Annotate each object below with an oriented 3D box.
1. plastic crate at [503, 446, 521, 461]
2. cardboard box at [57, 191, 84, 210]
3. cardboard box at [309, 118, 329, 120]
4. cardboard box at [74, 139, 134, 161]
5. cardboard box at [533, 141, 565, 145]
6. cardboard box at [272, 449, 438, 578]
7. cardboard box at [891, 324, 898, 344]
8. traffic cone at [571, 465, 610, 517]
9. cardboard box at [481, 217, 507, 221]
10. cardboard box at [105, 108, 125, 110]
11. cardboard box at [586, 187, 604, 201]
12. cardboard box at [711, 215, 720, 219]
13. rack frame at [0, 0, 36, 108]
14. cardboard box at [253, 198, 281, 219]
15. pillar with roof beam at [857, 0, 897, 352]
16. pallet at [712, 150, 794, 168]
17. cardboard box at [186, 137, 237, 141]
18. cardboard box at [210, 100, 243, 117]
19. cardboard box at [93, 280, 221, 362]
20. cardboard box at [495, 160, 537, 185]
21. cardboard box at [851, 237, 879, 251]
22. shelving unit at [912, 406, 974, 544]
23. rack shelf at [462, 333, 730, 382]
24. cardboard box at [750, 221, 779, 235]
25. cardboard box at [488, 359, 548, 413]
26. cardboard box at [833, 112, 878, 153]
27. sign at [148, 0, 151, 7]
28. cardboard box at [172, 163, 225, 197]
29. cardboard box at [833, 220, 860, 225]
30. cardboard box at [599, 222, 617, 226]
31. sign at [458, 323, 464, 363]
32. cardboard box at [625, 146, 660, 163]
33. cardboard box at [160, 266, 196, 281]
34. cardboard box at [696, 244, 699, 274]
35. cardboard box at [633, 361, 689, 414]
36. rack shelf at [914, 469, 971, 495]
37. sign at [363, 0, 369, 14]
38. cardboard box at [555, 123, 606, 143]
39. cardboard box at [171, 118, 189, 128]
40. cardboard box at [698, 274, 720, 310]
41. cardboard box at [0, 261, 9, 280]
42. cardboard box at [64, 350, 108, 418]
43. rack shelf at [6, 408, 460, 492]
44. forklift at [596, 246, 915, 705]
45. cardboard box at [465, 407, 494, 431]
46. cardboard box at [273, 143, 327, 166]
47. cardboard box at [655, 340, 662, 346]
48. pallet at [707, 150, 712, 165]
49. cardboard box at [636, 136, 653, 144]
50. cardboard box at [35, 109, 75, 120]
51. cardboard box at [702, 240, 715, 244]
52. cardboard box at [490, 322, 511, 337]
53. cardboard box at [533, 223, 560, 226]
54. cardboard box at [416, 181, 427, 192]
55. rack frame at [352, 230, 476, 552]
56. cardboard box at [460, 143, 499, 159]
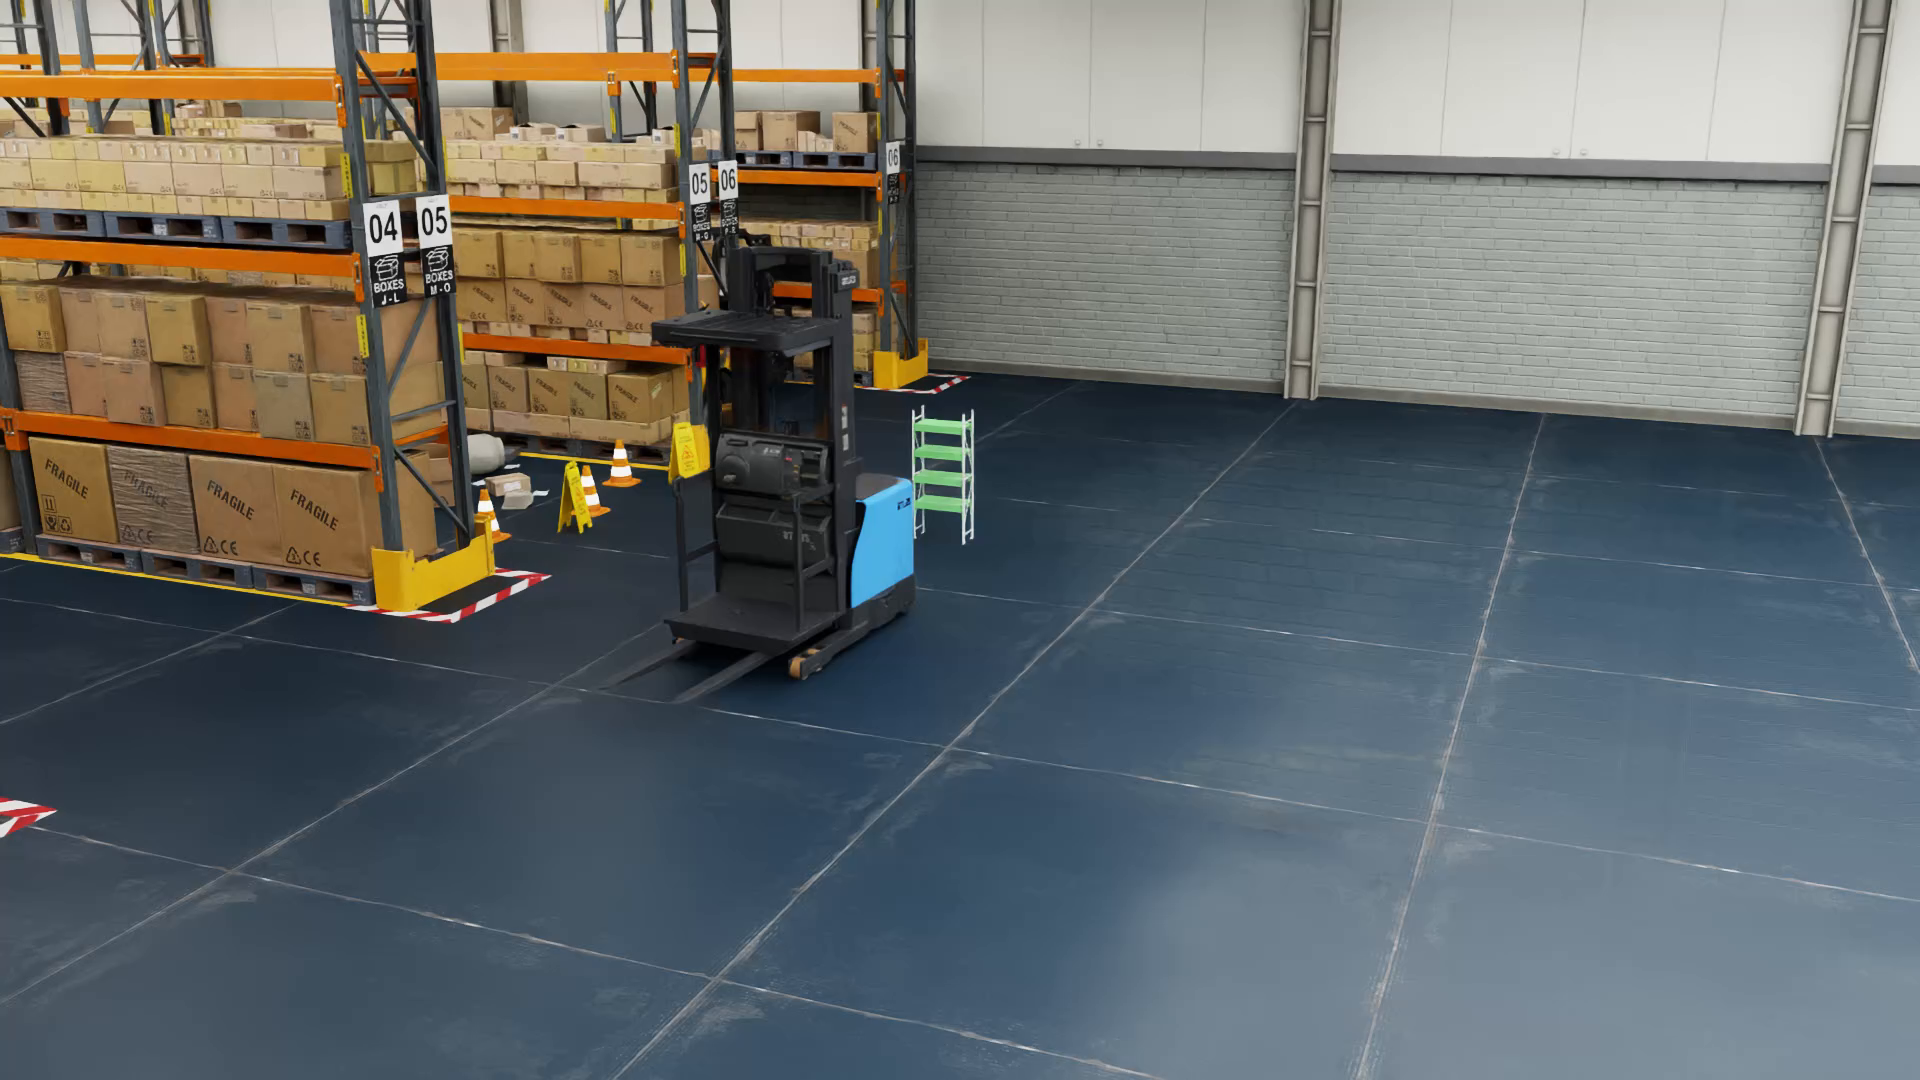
[{"bbox_3d":[-5.203,-0.958,18.408,0.583,0.080,0.402,0,16,1],"label":"plastic crate"},{"bbox_3d":[-7.165,-2.806,13.674,0.250,0.149,0.380,6,17,20],"label":"cardboard box"},{"bbox_3d":[-9.707,-6.357,25.407,0.250,0.149,0.380,6,17,20],"label":"cardboard box"},{"bbox_3d":[-6.921,-3.163,13.473,0.250,0.149,0.380,6,17,21],"label":"cardboard box"},{"bbox_3d":[-4.510,-4.327,18.415,0.250,0.149,0.380,7,17,21],"label":"cardboard box"},{"bbox_3d":[-5.019,-0.264,13.837,0.875,0.875,0.875,6,17,21],"label":"cardboard box"},{"bbox_3d":[-1.185,-2.836,22.919,0.500,0.250,0.500,7,17,22],"label":"cardboard box"},{"bbox_3d":[-3.606,-0.493,16.119,0.334,0.463,0.336,6,17,21],"label":"traffic cone"},{"bbox_3d":[-6.917,-4.715,24.770,0.250,0.149,0.380,6,17,20],"label":"cardboard box"},{"bbox_3d":[-13.769,-6.866,26.979,0.500,0.250,0.500,6,17,21],"label":"cardboard box"},{"bbox_3d":[-3.765,-3.705,17.701,0.250,0.149,0.380,6,17,21],"label":"cardboard box"},{"bbox_3d":[-3.412,-4.500,23.495,0.250,0.149,0.380,6,17,20],"label":"cardboard box"},{"bbox_3d":[-15.708,-8.130,27.115,0.127,3.000,1.000,6,17,21],"label":"rack frame"},{"bbox_3d":[-5.270,-2.598,12.958,0.250,0.149,0.380,7,17,21],"label":"cardboard box"},{"bbox_3d":[-2.720,-5.682,18.681,0.400,9.000,9.100,6,17,21],"label":"pillar with roof beam"},{"bbox_3d":[-2.611,-5.214,22.608,1.213,0.211,1.003,6,17,21],"label":"pallet"},{"bbox_3d":[-6.214,-3.282,13.883,0.250,0.149,0.380,7,17,21],"label":"cardboard box"},{"bbox_3d":[-11.419,-6.719,25.876,0.258,0.266,0.396,6,17,21],"label":"cardboard box"},{"bbox_3d":[-6.748,-1.867,14.094,0.550,0.550,0.875,6,17,21],"label":"cardboard box"},{"bbox_3d":[-4.639,-3.973,17.911,0.500,0.250,0.500,6,17,21],"label":"cardboard box"},{"bbox_3d":[-1.249,-3.935,22.081,0.250,0.149,0.380,7,17,21],"label":"cardboard box"},{"bbox_3d":[-0.154,-0.593,15.141,0.503,1.200,0.258,6,17,21],"label":"shelving unit"},{"bbox_3d":[-4.502,-2.184,18.682,4.000,0.370,1.077,6,17,21],"label":"rack shelf"},{"bbox_3d":[-2.663,-4.252,22.640,0.250,0.149,0.380,7,17,21],"label":"cardboard box"},{"bbox_3d":[-4.929,-1.740,18.696,0.500,0.500,0.500,7,18,24],"label":"cardboard box"},{"bbox_3d":[-1.325,-5.333,21.747,0.500,0.500,0.500,7,18,22],"label":"cardboard box"},{"bbox_3d":[-9.893,-6.652,20.207,0.005,0.325,0.100,6,17,21],"label":"sign"},{"bbox_3d":[-5.853,-2.872,13.186,0.500,0.250,0.500,6,17,20],"label":"cardboard box"},{"bbox_3d":[-1.539,-4.263,22.679,0.250,0.149,0.380,7,17,22],"label":"cardboard box"},{"bbox_3d":[-5.023,-4.514,24.075,0.250,0.149,0.380,6,17,19],"label":"cardboard box"},{"bbox_3d":[-4.154,-1.628,13.781,0.005,0.325,0.100,6,17,21],"label":"sign"},{"bbox_3d":[-3.290,-4.022,17.364,0.250,0.149,0.380,7,17,22],"label":"cardboard box"},{"bbox_3d":[-9.262,-3.378,20.040,0.500,0.500,0.500,7,18,23],"label":"cardboard box"},{"bbox_3d":[-3.737,-3.908,23.150,0.500,0.500,0.500,7,17,22],"label":"cardboard box"},{"bbox_3d":[-3.313,-1.723,18.637,0.500,0.500,0.500,6,17,19],"label":"cardboard box"},{"bbox_3d":[-0.154,-0.532,15.159,0.480,0.148,0.258,6,17,21],"label":"rack shelf"},{"bbox_3d":[-8.456,-7.657,23.666,0.005,0.325,0.100,6,17,21],"label":"sign"},{"bbox_3d":[-5.307,-5.680,23.282,0.500,0.311,0.500,6,17,19],"label":"cardboard box"},{"bbox_3d":[-11.870,-6.408,25.547,0.250,0.149,0.380,7,18,22],"label":"cardboard box"},{"bbox_3d":[-2.980,-2.636,18.237,0.500,0.500,0.500,6,17,20],"label":"cardboard box"},{"bbox_3d":[-12.072,-3.446,21.113,0.500,0.250,0.500,6,17,19],"label":"cardboard box"},{"bbox_3d":[-7.217,-1.427,14.515,0.550,0.550,0.875,6,17,21],"label":"cardboard box"},{"bbox_3d":[-6.224,-0.890,14.225,4.000,0.370,1.077,6,17,21],"label":"rack shelf"},{"bbox_3d":[-1.457,-0.549,11.885,1.130,2.935,3.031,8,18,25],"label":"forklift"},{"bbox_3d":[-5.412,-1.433,18.984,0.500,0.250,0.500,7,18,24],"label":"cardboard box"},{"bbox_3d":[-5.033,-2.955,12.757,0.250,0.149,0.380,6,17,21],"label":"cardboard box"},{"bbox_3d":[-3.068,-2.187,17.853,0.250,0.149,0.380,7,18,22],"label":"cardboard box"},{"bbox_3d":[-3.742,-5.339,23.039,1.213,0.211,1.003,6,17,21],"label":"pallet"},{"bbox_3d":[-4.239,-5.466,22.837,0.250,0.149,0.380,7,17,22],"label":"cardboard box"},{"bbox_3d":[-14.448,-6.785,26.701,0.500,0.250,0.500,6,17,20],"label":"cardboard box"},{"bbox_3d":[-3.405,-4.163,22.867,0.250,0.149,0.380,6,17,20],"label":"cardboard box"},{"bbox_3d":[-5.000,-2.364,18.465,0.250,0.149,0.380,6,17,21],"label":"cardboard box"},{"bbox_3d":[-5.913,-4.454,23.871,0.250,0.149,0.380,6,17,19],"label":"cardboard box"},{"bbox_3d":[-5.940,-3.916,18.430,0.250,0.149,0.380,6,17,21],"label":"cardboard box"},{"bbox_3d":[-4.364,-1.031,13.420,0.127,3.000,1.000,6,17,21],"label":"rack frame"},{"bbox_3d":[-5.210,-4.225,18.064,0.250,0.149,0.380,6,17,19],"label":"cardboard box"}]
